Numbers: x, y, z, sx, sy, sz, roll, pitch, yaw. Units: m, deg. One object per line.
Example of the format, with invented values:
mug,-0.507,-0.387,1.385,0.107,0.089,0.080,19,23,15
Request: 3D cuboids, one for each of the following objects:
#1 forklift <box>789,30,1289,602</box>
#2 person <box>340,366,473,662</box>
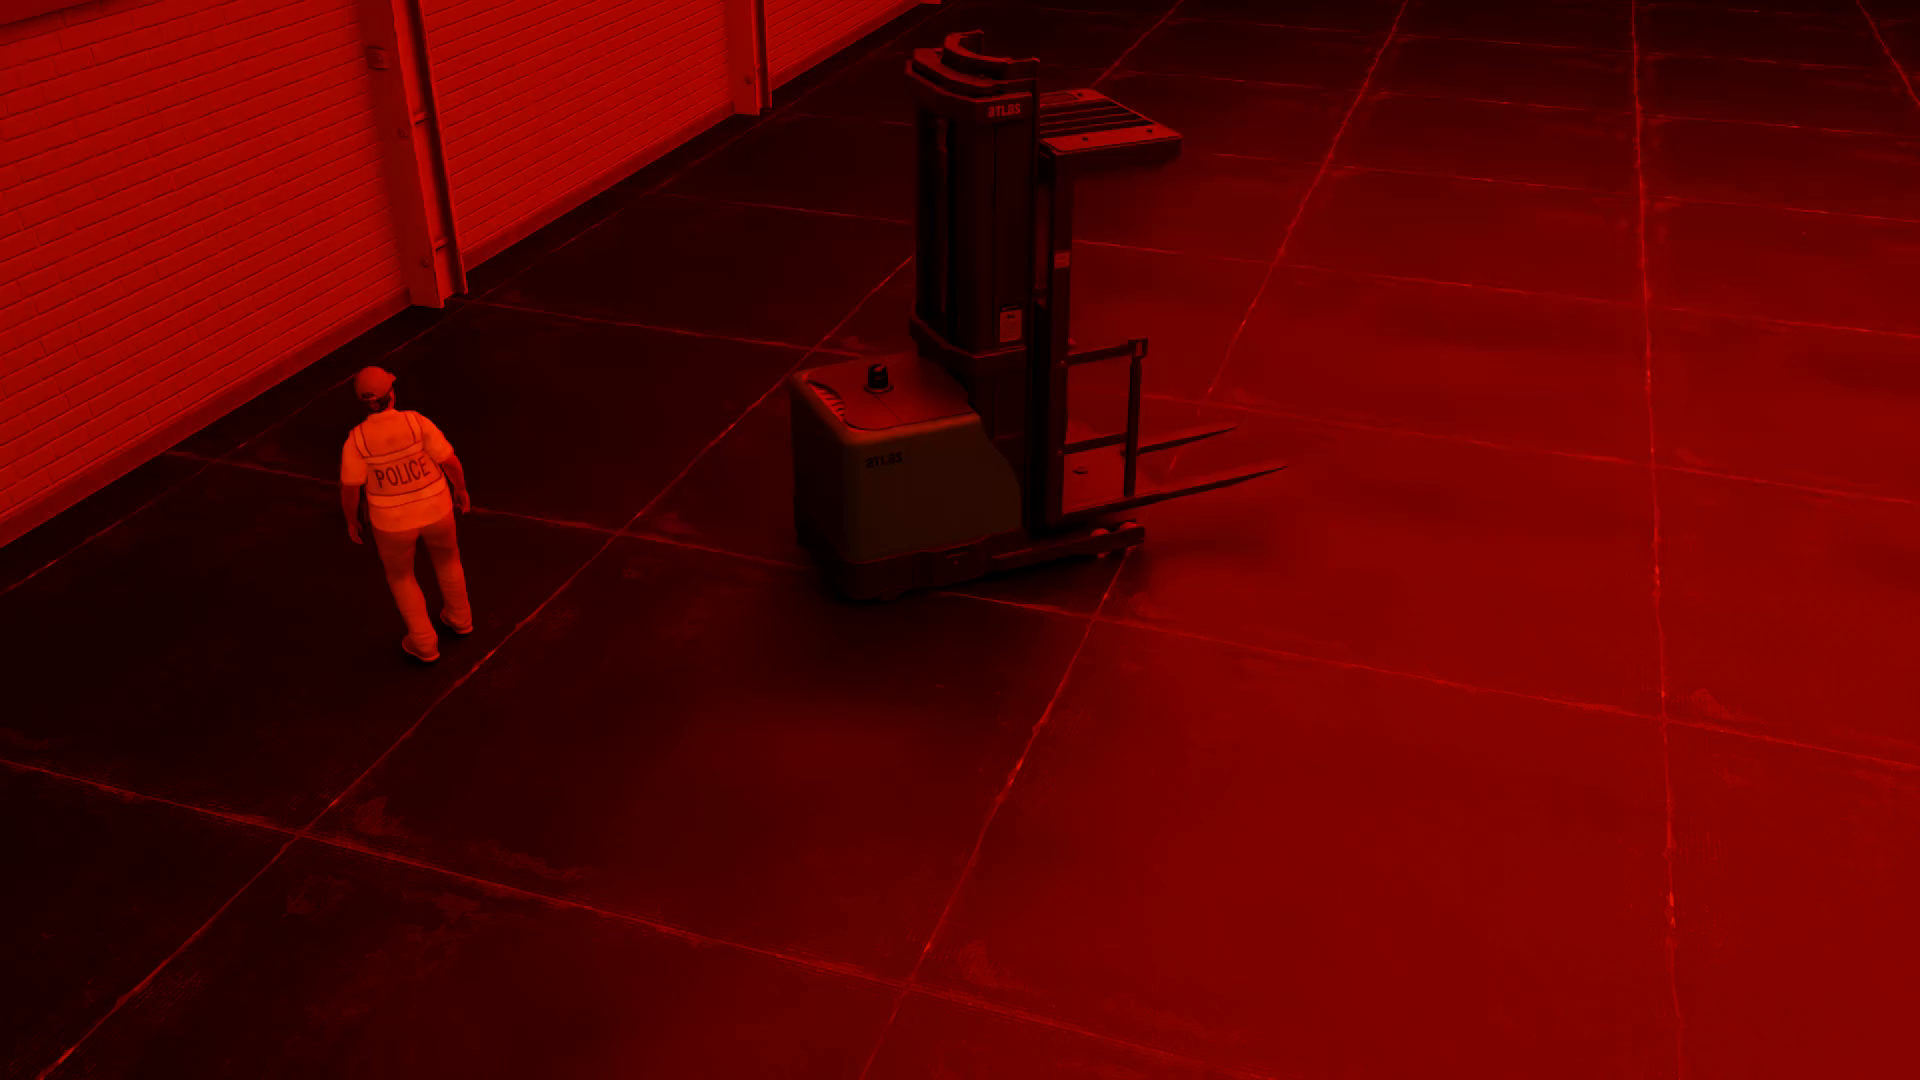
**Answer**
forklift,0.556,-1.399,9.591,3.031,2.935,1.130,-12,32,-21
person,-2.897,-0.157,8.695,0.643,1.665,0.521,-17,34,-27
